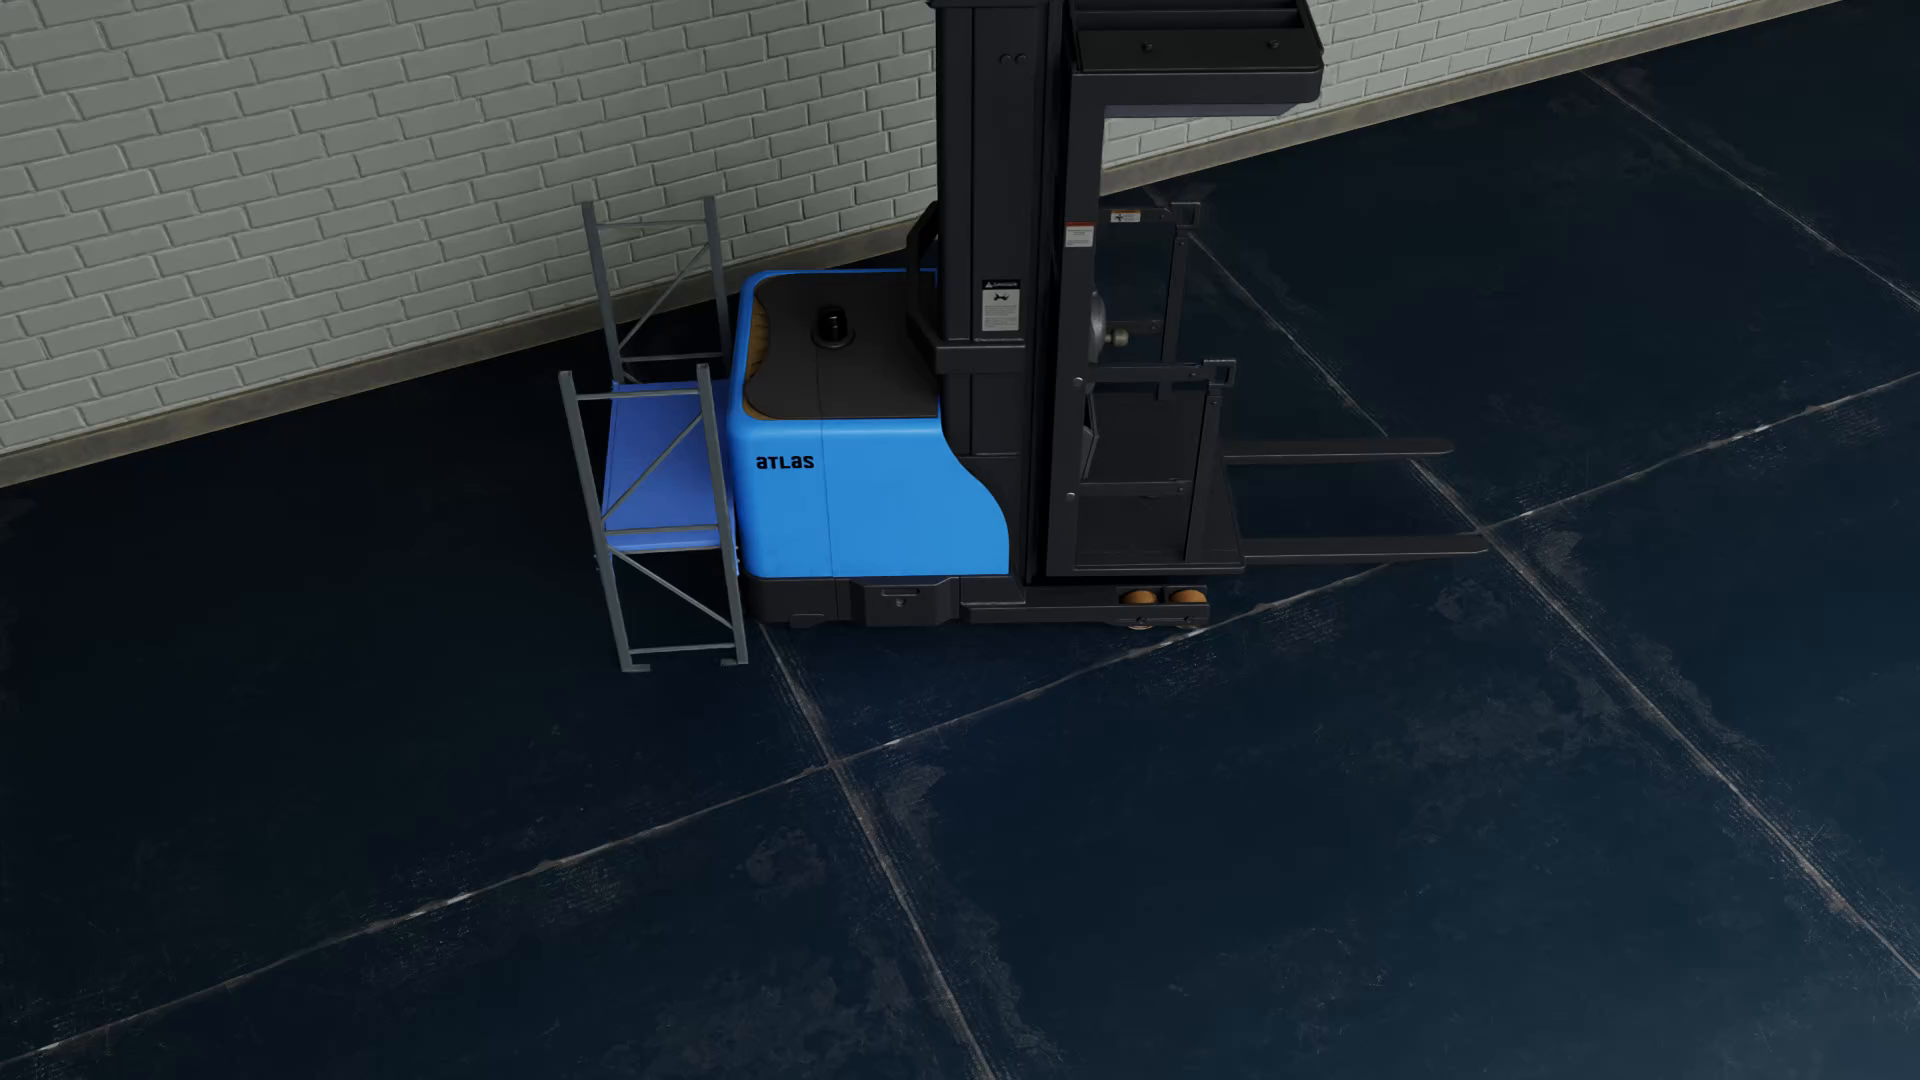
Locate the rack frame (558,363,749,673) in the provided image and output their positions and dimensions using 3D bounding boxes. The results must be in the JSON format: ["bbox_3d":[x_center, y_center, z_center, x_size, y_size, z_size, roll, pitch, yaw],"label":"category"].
[{"bbox_3d":[-1.091,-0.035,6.086,0.500,1.500,0.032,-3,45,-3],"label":"rack frame"}]

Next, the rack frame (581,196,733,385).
[{"bbox_3d":[-1.178,-0.746,6.807,0.500,1.500,0.032,-3,45,-3],"label":"rack frame"}]

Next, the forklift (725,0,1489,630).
[{"bbox_3d":[0.631,-1.054,6.100,3.031,2.935,1.130,-1,45,-1],"label":"forklift"}]

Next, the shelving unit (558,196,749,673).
[{"bbox_3d":[-1.135,-0.391,6.447,0.538,1.500,1.048,-3,45,-3],"label":"shelving unit"}]

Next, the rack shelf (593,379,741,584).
[{"bbox_3d":[-1.135,-0.262,6.573,0.538,0.185,1.000,-3,45,-3],"label":"rack shelf"}]
